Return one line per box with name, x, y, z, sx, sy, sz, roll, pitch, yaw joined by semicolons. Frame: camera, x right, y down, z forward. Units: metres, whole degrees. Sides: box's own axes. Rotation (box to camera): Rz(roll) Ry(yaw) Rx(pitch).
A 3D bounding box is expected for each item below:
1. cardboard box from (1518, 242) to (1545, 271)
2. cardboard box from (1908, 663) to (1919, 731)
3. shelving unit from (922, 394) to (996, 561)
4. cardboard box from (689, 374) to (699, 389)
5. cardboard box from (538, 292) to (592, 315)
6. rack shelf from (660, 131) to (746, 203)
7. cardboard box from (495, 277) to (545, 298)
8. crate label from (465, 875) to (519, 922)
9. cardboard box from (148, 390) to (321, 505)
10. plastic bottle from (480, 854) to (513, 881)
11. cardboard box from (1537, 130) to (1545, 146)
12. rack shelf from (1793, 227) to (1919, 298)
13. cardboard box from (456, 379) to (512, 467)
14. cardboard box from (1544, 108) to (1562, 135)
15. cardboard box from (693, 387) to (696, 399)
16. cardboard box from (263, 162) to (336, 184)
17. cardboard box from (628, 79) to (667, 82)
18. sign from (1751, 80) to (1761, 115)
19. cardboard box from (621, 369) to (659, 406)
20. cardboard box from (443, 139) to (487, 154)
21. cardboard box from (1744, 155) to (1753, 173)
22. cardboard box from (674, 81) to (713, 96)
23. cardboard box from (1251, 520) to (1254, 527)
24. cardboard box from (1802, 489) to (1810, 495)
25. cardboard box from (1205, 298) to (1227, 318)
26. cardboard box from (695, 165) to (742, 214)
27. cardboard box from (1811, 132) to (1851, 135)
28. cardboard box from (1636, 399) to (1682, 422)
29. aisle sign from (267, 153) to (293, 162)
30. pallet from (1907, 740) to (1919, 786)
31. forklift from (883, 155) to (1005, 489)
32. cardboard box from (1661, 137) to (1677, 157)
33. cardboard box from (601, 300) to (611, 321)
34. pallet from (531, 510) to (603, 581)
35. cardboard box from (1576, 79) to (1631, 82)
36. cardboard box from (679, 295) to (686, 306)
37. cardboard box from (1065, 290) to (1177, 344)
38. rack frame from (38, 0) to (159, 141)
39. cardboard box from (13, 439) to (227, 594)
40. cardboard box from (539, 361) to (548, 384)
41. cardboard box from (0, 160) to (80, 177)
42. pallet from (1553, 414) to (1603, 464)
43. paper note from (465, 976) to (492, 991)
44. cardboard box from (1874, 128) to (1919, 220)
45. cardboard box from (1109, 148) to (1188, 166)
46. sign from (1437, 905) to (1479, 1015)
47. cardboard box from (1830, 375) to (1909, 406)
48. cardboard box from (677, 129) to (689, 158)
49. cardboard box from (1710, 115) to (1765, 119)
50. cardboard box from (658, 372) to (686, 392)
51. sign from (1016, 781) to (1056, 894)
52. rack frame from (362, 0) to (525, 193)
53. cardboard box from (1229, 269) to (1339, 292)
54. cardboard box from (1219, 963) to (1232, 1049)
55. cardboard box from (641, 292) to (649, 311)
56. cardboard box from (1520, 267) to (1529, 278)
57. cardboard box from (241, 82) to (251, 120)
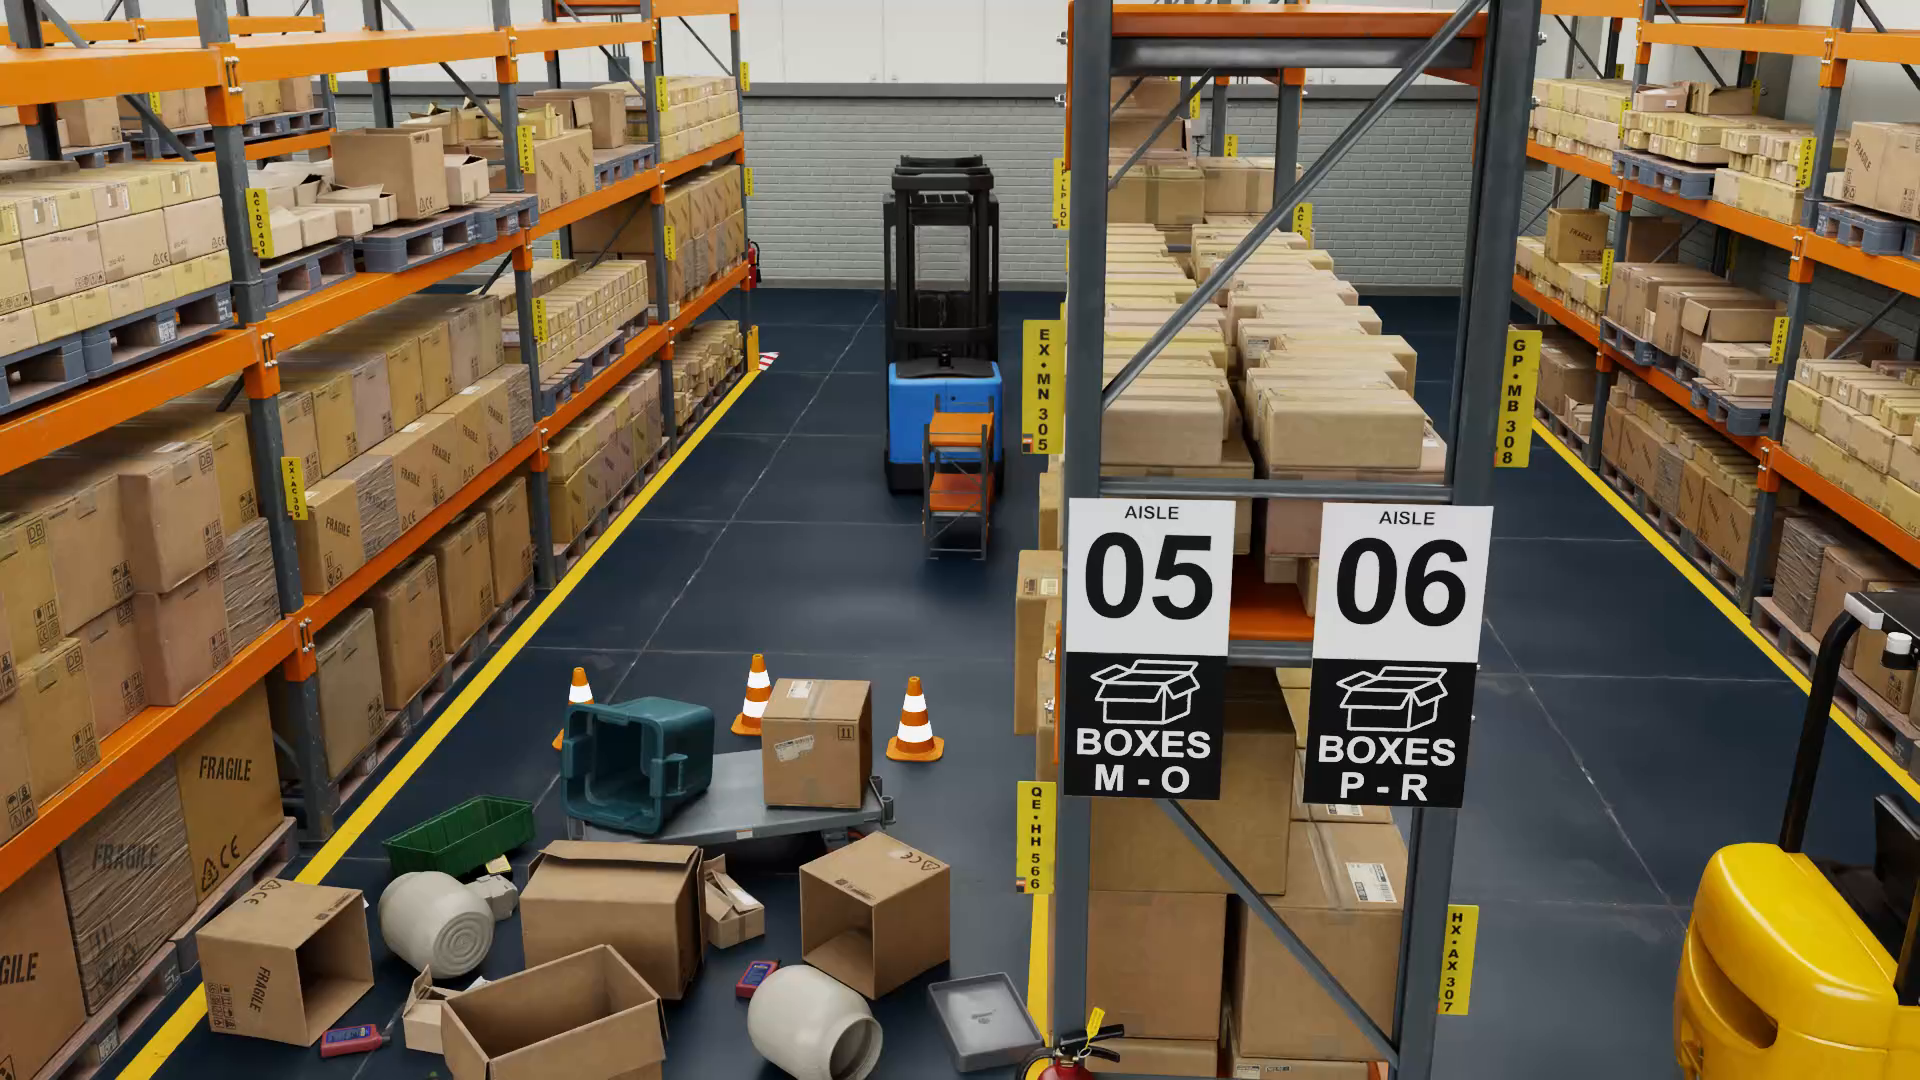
cardboard box;6.513;-3.138;18.445;0.500;0.250;0.500;1;18;5
cardboard box;6.079;0.893;9.518;0.875;0.625;0.625;1;18;3
shelving unit;0.000;-0.537;13.754;0.538;1.125;1.048;1;18;4
cardboard box;-3.012;-1.723;17.791;0.380;0.149;0.250;2;18;6
cardboard box;-3.301;-1.974;13.903;0.380;0.149;0.250;2;18;6
rack shelf;-3.189;-4.010;17.683;1.077;0.370;4.000;1;18;4
cardboard box;-3.893;-2.233;14.695;0.380;0.149;0.250;1;18;3
crate label;-2.356;1.783;8.263;0.298;0.136;0.250;-13;22;-34
cardboard box;-3.877;-0.498;8.860;0.700;0.500;0.500;1;18;3
plastic bottle;-2.421;1.695;8.653;0.133;0.061;0.283;-9;20;-25
cardboard box;6.446;-4.335;17.922;0.380;0.149;0.250;2;18;5
rack shelf;6.133;-1.337;9.524;1.077;0.370;4.000;1;18;4
cardboard box;-3.421;-0.810;11.418;0.500;0.500;0.500;1;18;4
cardboard box;6.480;-4.406;17.498;0.500;0.250;0.500;1;18;2
cardboard box;-3.048;-1.582;17.837;0.380;0.149;0.250;1;18;2
cardboard box;-3.964;-2.159;10.184;0.500;0.311;0.500;1;18;3
cardboard box;-3.443;-4.997;18.336;0.380;0.149;0.250;2;18;5
sign;7.117;-3.964;14.923;0.100;0.325;0.005;1;18;4
cardboard box;-3.134;-1.437;15.626;0.500;0.250;0.500;1;18;2
cardboard box;-3.832;-2.719;12.427;0.500;0.500;0.500;1;18;4
cardboard box;6.186;-2.849;12.585;0.380;0.149;0.250;1;18;4
cardboard box;-2.899;-4.903;18.051;0.380;0.149;0.250;1;18;3
cardboard box;1.075;-0.144;5.131;0.380;0.149;0.250;1;18;4
cardboard box;6.670;-0.432;12.721;0.380;0.149;0.250;2;18;6
cardboard box;1.189;-0.779;6.430;0.500;0.250;0.500;1;18;3
cardboard box;-2.831;-4.064;19.266;0.500;0.500;0.500;1;18;3
cardboard box;6.642;-2.985;12.520;0.380;0.149;0.250;1;18;4
cardboard box;6.322;-1.164;14.956;0.380;0.149;0.250;0;18;1
aisle sign;-8.280;-4.955;20.051;0.394;0.787;0.004;1;18;4
pallet;6.003;1.463;9.119;1.003;0.211;1.213;1;18;4
forklift;-0.188;-2.265;16.129;1.130;2.935;3.031;-1;18;-2
cardboard box;6.074;-3.269;13.833;0.380;0.149;0.250;1;18;3
cardboard box;-3.255;-1.990;14.430;0.380;0.149;0.250;1;18;4
pallet;-3.562;0.019;13.526;1.003;0.211;1.213;1;18;4
cardboard box;7.096;-4.948;18.350;0.500;0.250;0.500;1;18;2
cardboard box;-3.050;-2.517;17.191;0.380;0.149;0.250;0;18;1
cardboard box;0.558;-0.773;5.771;0.380;0.149;0.250;2;18;5
rack frame;-8.273;-5.299;15.642;1.000;3.000;0.127;1;18;4
cardboard box;-3.890;-0.118;7.492;0.875;0.550;0.550;1;18;4
cardboard box;-3.386;-1.278;12.735;0.380;0.149;0.250;1;18;3
cardboard box;-4.271;-1.648;7.605;0.380;0.149;0.250;1;18;4
pallet;6.613;-1.005;16.652;1.003;0.211;1.213;1;18;4
paper note;-2.178;2.056;7.611;0.172;0.023;0.155;8;20;23
cardboard box;6.045;-2.216;10.056;0.700;0.500;0.500;1;18;3
cardboard box;1.004;-2.034;9.258;0.500;0.250;0.500;2;18;5
sign;1.293;1.101;4.355;0.100;0.325;0.005;1;18;4
cardboard box;5.949;-0.975;10.878;0.380;0.149;0.250;2;18;5
cardboard box;-3.010;-3.954;16.595;0.500;0.250;0.500;1;18;3
cardboard box;6.653;-3.557;14.236;0.380;0.149;0.250;1;18;3
cardboard box;-3.023;-1.620;16.998;0.380;0.149;0.250;2;18;7
sign;0.199;0.781;4.354;0.100;0.325;0.005;1;18;4
rack frame;-3.620;-3.914;11.417;1.000;3.000;0.127;1;18;4
cardboard box;1.207;-0.919;6.217;0.380;0.149;0.250;1;18;5
cardboard box;0.986;1.440;5.114;0.380;0.149;0.250;2;18;5
cardboard box;-3.164;-2.258;15.726;0.380;0.149;0.250;1;18;3
cardboard box;6.580;-3.064;18.860;0.380;0.149;0.250;2;18;5
cardboard box;-8.054;-4.738;17.754;0.700;0.500;0.500;2;18;6
